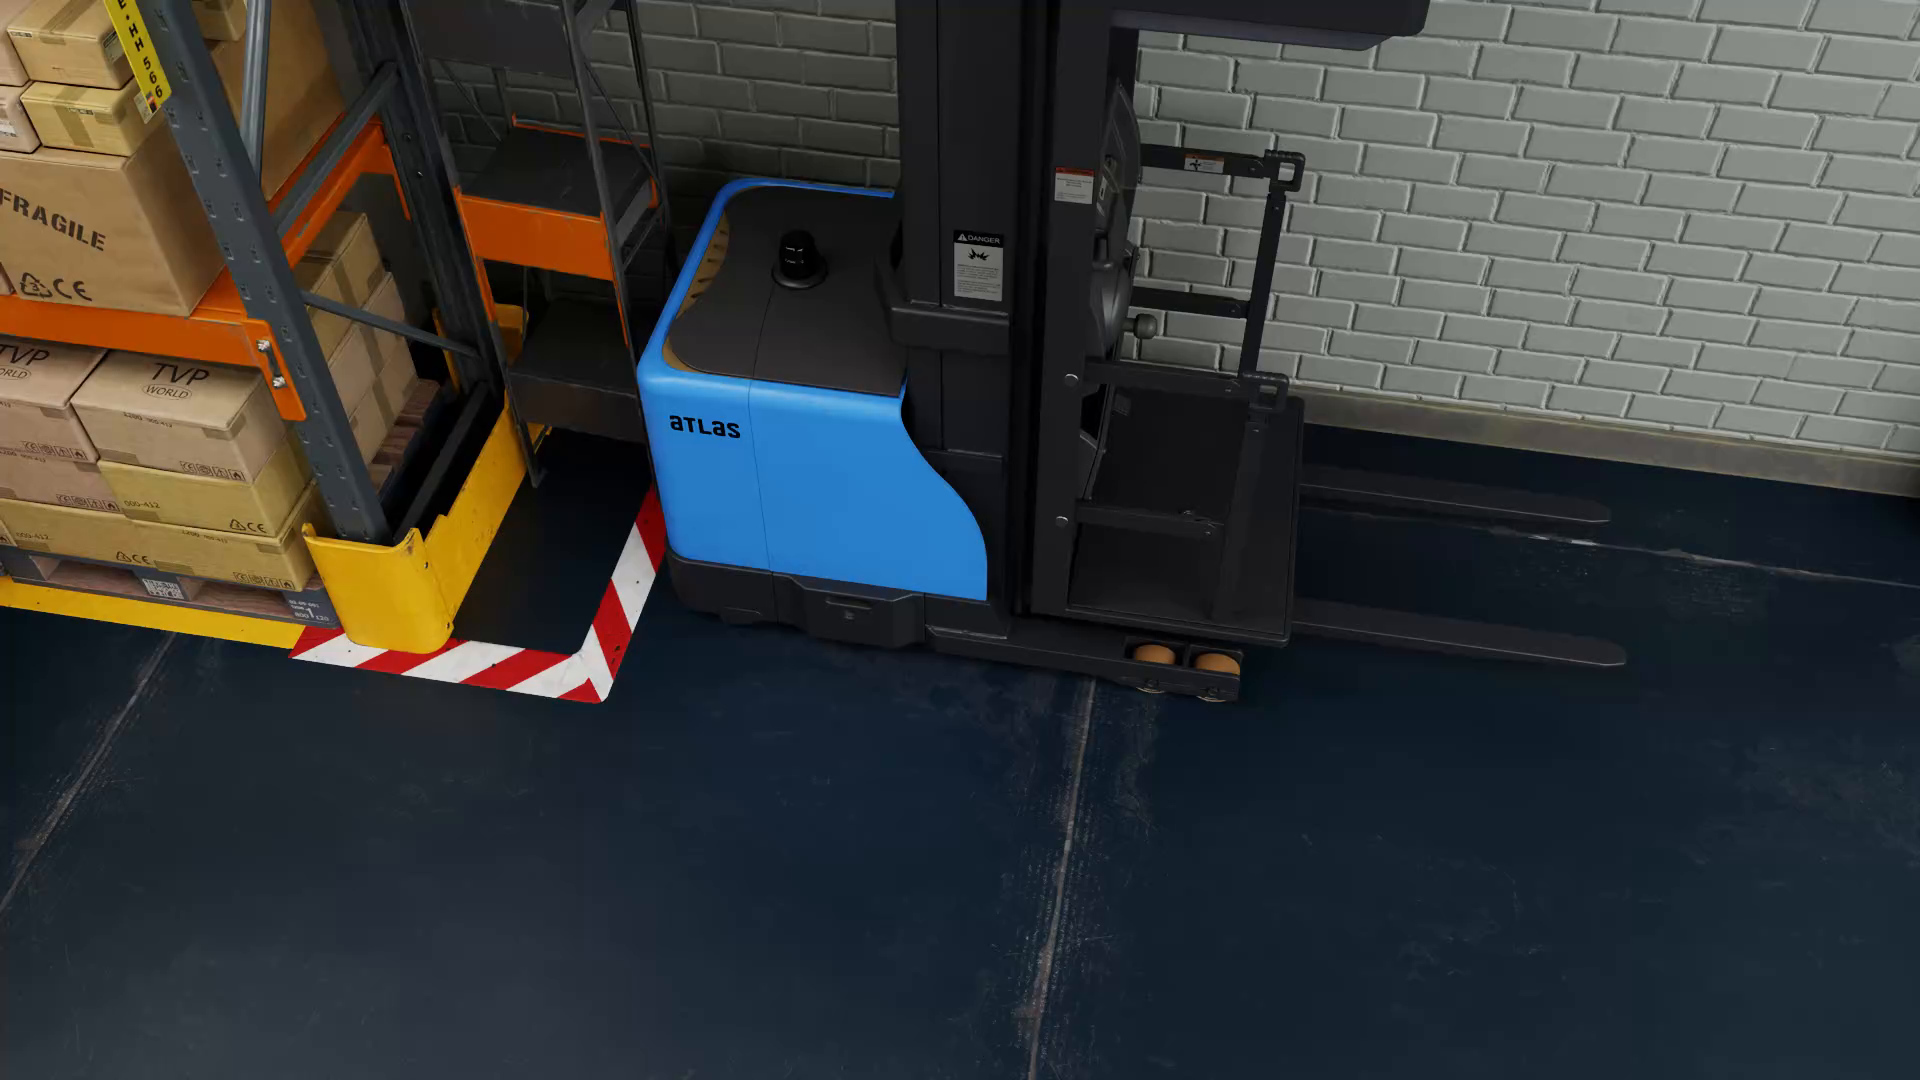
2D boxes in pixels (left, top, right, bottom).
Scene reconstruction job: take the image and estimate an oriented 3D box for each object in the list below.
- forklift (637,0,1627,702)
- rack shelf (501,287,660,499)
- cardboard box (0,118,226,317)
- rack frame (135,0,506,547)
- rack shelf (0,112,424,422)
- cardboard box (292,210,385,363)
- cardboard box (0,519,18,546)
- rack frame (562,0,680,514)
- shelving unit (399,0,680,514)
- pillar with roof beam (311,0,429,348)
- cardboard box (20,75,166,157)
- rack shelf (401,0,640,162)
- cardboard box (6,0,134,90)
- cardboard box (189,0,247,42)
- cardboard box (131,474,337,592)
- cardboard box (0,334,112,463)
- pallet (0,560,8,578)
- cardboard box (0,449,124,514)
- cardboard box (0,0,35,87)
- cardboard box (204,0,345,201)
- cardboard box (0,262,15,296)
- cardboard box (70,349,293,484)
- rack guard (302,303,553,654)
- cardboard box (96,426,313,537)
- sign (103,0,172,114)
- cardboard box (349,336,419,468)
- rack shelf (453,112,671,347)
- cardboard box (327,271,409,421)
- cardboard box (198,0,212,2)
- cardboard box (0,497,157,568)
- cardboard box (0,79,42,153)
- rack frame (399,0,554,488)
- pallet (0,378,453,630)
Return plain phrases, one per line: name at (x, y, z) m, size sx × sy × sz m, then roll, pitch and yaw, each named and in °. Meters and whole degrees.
forklift at (0.618, -0.896, 4.584) m, size 3.031 × 2.935 × 1.130 m, roll 8°, pitch 49°, yaw 7°
rack shelf at (-1.225, -0.507, 5.753) m, size 0.480 × 0.518 × 0.431 m, roll 11°, pitch 49°, yaw 10°
cardboard box at (-2.315, -0.983, 4.550) m, size 0.500 × 0.500 × 0.500 m, roll 7°, pitch 48°, yaw 6°
rack frame at (-1.784, -1.077, 4.701) m, size 0.127 × 3.000 × 1.000 m, roll 8°, pitch 49°, yaw 7°
rack shelf at (-3.752, -1.101, 5.206) m, size 4.000 × 0.370 × 1.077 m, roll 8°, pitch 49°, yaw 7°
cardboard box at (-2.223, -0.835, 5.377) m, size 0.500 × 0.250 × 0.500 m, roll 7°, pitch 48°, yaw 6°
cardboard box at (-3.281, -0.275, 5.546) m, size 0.500 × 0.250 × 0.500 m, roll 8°, pitch 49°, yaw 7°
rack frame at (-0.990, -0.938, 5.181) m, size 0.015 × 2.100 × 0.400 m, roll 11°, pitch 49°, yaw 10°
shelving unit at (-1.225, -0.984, 5.223) m, size 0.503 × 2.100 × 0.431 m, roll 11°, pitch 49°, yaw 10°
pillar with roof beam at (-3.074, -0.683, 0.314) m, size 0.400 × 9.000 × 9.100 m, roll 8°, pitch 49°, yaw 7°
cardboard box at (-2.175, -1.168, 4.279) m, size 0.250 × 0.149 × 0.380 m, roll 8°, pitch 49°, yaw 7°
rack shelf at (-1.225, -1.443, 4.712) m, size 0.480 × 0.518 × 0.431 m, roll 11°, pitch 49°, yaw 10°
cardboard box at (-2.174, -1.320, 4.216) m, size 0.250 × 0.149 × 0.380 m, roll 8°, pitch 49°, yaw 7°
cardboard box at (-2.071, -1.562, 4.634) m, size 0.250 × 0.149 × 0.380 m, roll 7°, pitch 48°, yaw 6°
cardboard box at (-2.302, -0.129, 5.416) m, size 0.500 × 0.250 × 0.500 m, roll 8°, pitch 49°, yaw 7°
cardboard box at (-2.796, -0.528, 5.102) m, size 0.500 × 0.250 × 0.500 m, roll 8°, pitch 49°, yaw 8°
pallet at (-3.741, -0.379, 5.948) m, size 1.213 × 0.211 × 1.003 m, roll 8°, pitch 49°, yaw 7°
cardboard box at (-2.810, -0.375, 5.301) m, size 0.500 × 0.250 × 0.500 m, roll 7°, pitch 48°, yaw 6°
cardboard box at (-2.422, -1.330, 4.225) m, size 0.250 × 0.149 × 0.380 m, roll 8°, pitch 49°, yaw 7°
cardboard box at (-2.222, -1.379, 4.905) m, size 0.500 × 0.500 × 0.500 m, roll 9°, pitch 49°, yaw 8°
cardboard box at (-2.823, -1.059, 4.617) m, size 0.500 × 0.500 × 0.500 m, roll 9°, pitch 49°, yaw 8°
cardboard box at (-2.292, -0.465, 5.045) m, size 0.500 × 0.250 × 0.500 m, roll 9°, pitch 49°, yaw 8°
rack guard at (-1.760, -0.238, 5.628) m, size 0.348 × 0.500 × 1.175 m, roll 8°, pitch 49°, yaw 7°
cardboard box at (-2.318, -0.301, 5.234) m, size 0.500 × 0.250 × 0.500 m, roll 7°, pitch 48°, yaw 6°
sign at (-1.894, -1.148, 3.827) m, size 0.005 × 0.325 × 0.100 m, roll 8°, pitch 49°, yaw 7°
cardboard box at (-2.232, -0.506, 5.755) m, size 0.500 × 0.250 × 0.500 m, roll 8°, pitch 49°, yaw 7°
rack shelf at (-1.225, -0.975, 5.233) m, size 0.480 × 0.518 × 0.431 m, roll 11°, pitch 49°, yaw 10°
cardboard box at (-2.209, -0.680, 5.574) m, size 0.500 × 0.250 × 0.500 m, roll 8°, pitch 49°, yaw 8°
cardboard box at (-2.076, -1.627, 4.492) m, size 0.250 × 0.149 × 0.380 m, roll 7°, pitch 48°, yaw 6°
cardboard box at (-2.790, -0.202, 5.481) m, size 0.500 × 0.250 × 0.500 m, roll 8°, pitch 49°, yaw 7°
cardboard box at (-2.431, -1.180, 4.290) m, size 0.250 × 0.149 × 0.380 m, roll 8°, pitch 49°, yaw 7°
rack frame at (-1.461, -1.031, 5.264) m, size 0.015 × 2.100 × 0.400 m, roll 11°, pitch 49°, yaw 10°
pallet at (-2.544, -0.215, 5.802) m, size 1.213 × 0.211 × 1.003 m, roll 8°, pitch 49°, yaw 7°
